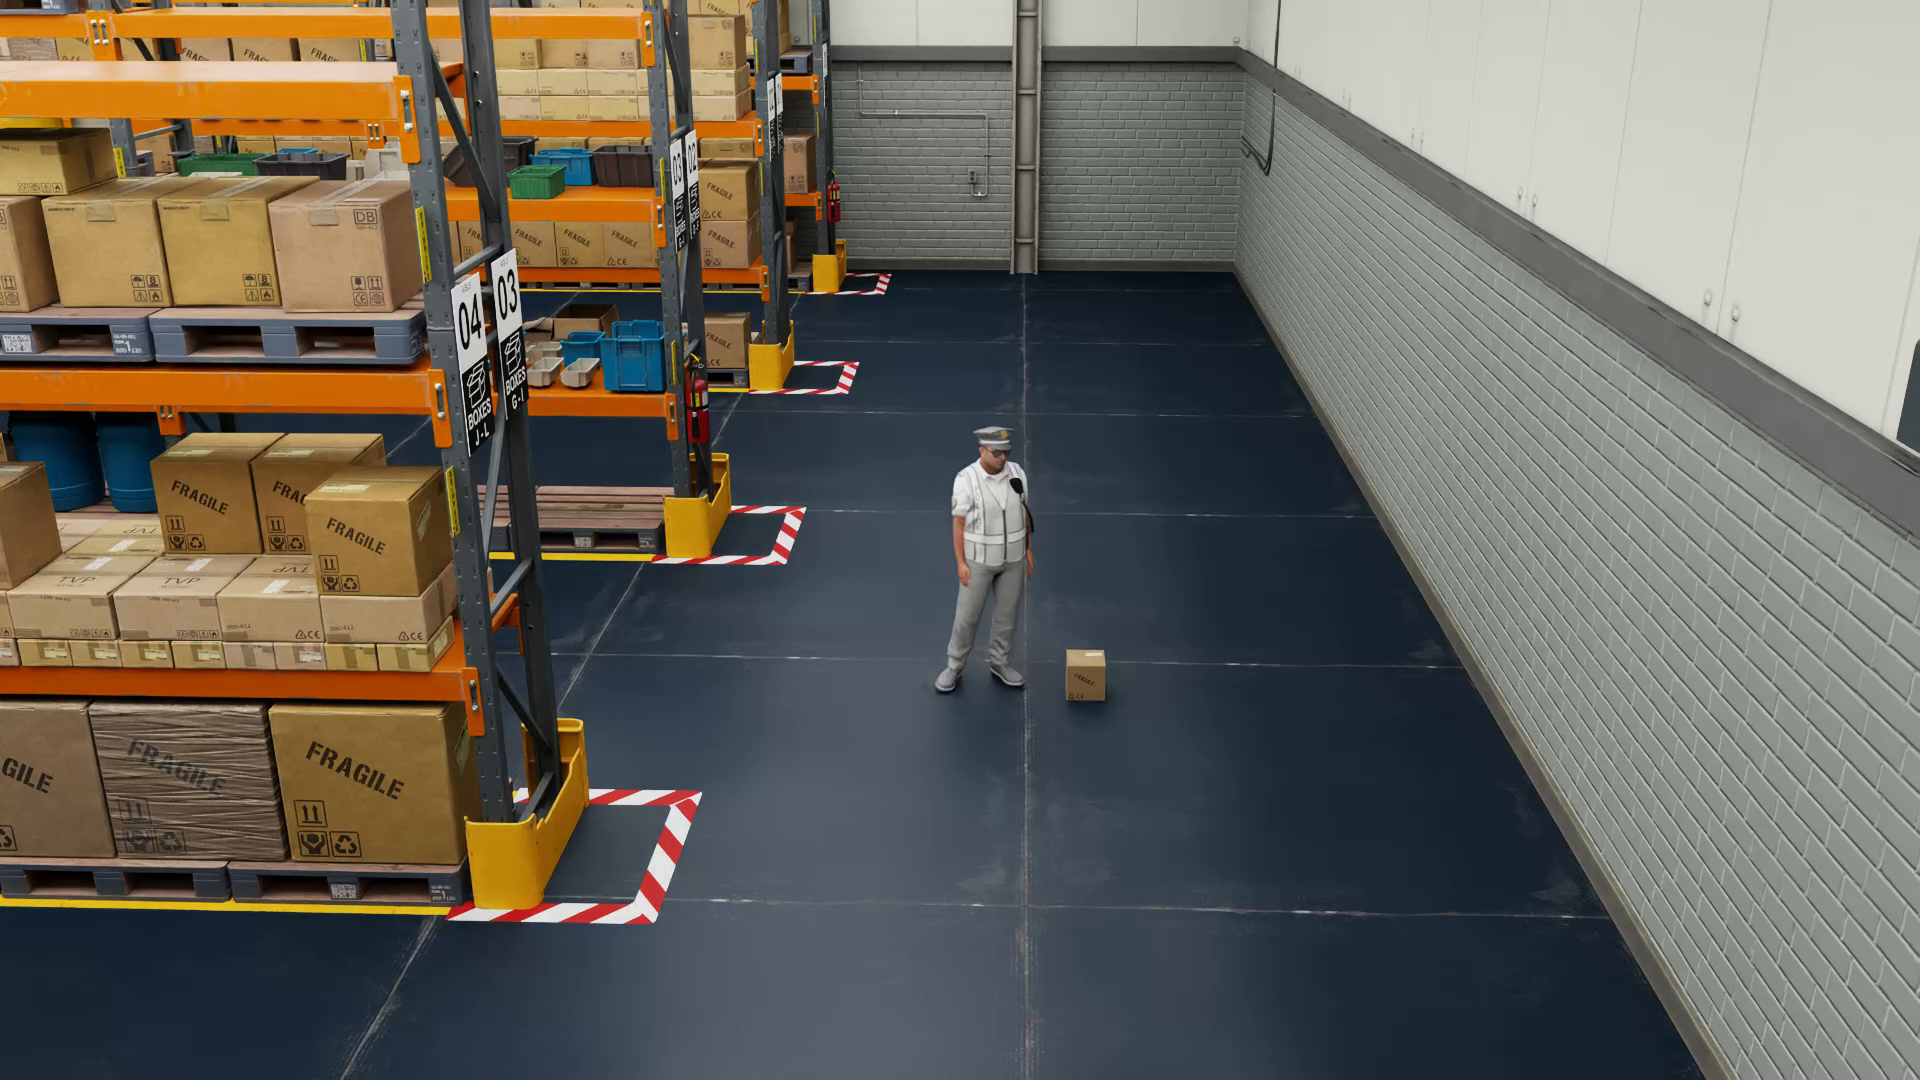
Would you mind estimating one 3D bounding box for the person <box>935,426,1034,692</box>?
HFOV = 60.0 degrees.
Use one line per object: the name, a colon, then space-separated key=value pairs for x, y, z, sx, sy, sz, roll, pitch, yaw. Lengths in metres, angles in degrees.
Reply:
person: x=0.159 y=0.114 z=10.740 sx=0.708 sy=1.757 sz=0.399 roll=-9 pitch=22 yaw=-22
